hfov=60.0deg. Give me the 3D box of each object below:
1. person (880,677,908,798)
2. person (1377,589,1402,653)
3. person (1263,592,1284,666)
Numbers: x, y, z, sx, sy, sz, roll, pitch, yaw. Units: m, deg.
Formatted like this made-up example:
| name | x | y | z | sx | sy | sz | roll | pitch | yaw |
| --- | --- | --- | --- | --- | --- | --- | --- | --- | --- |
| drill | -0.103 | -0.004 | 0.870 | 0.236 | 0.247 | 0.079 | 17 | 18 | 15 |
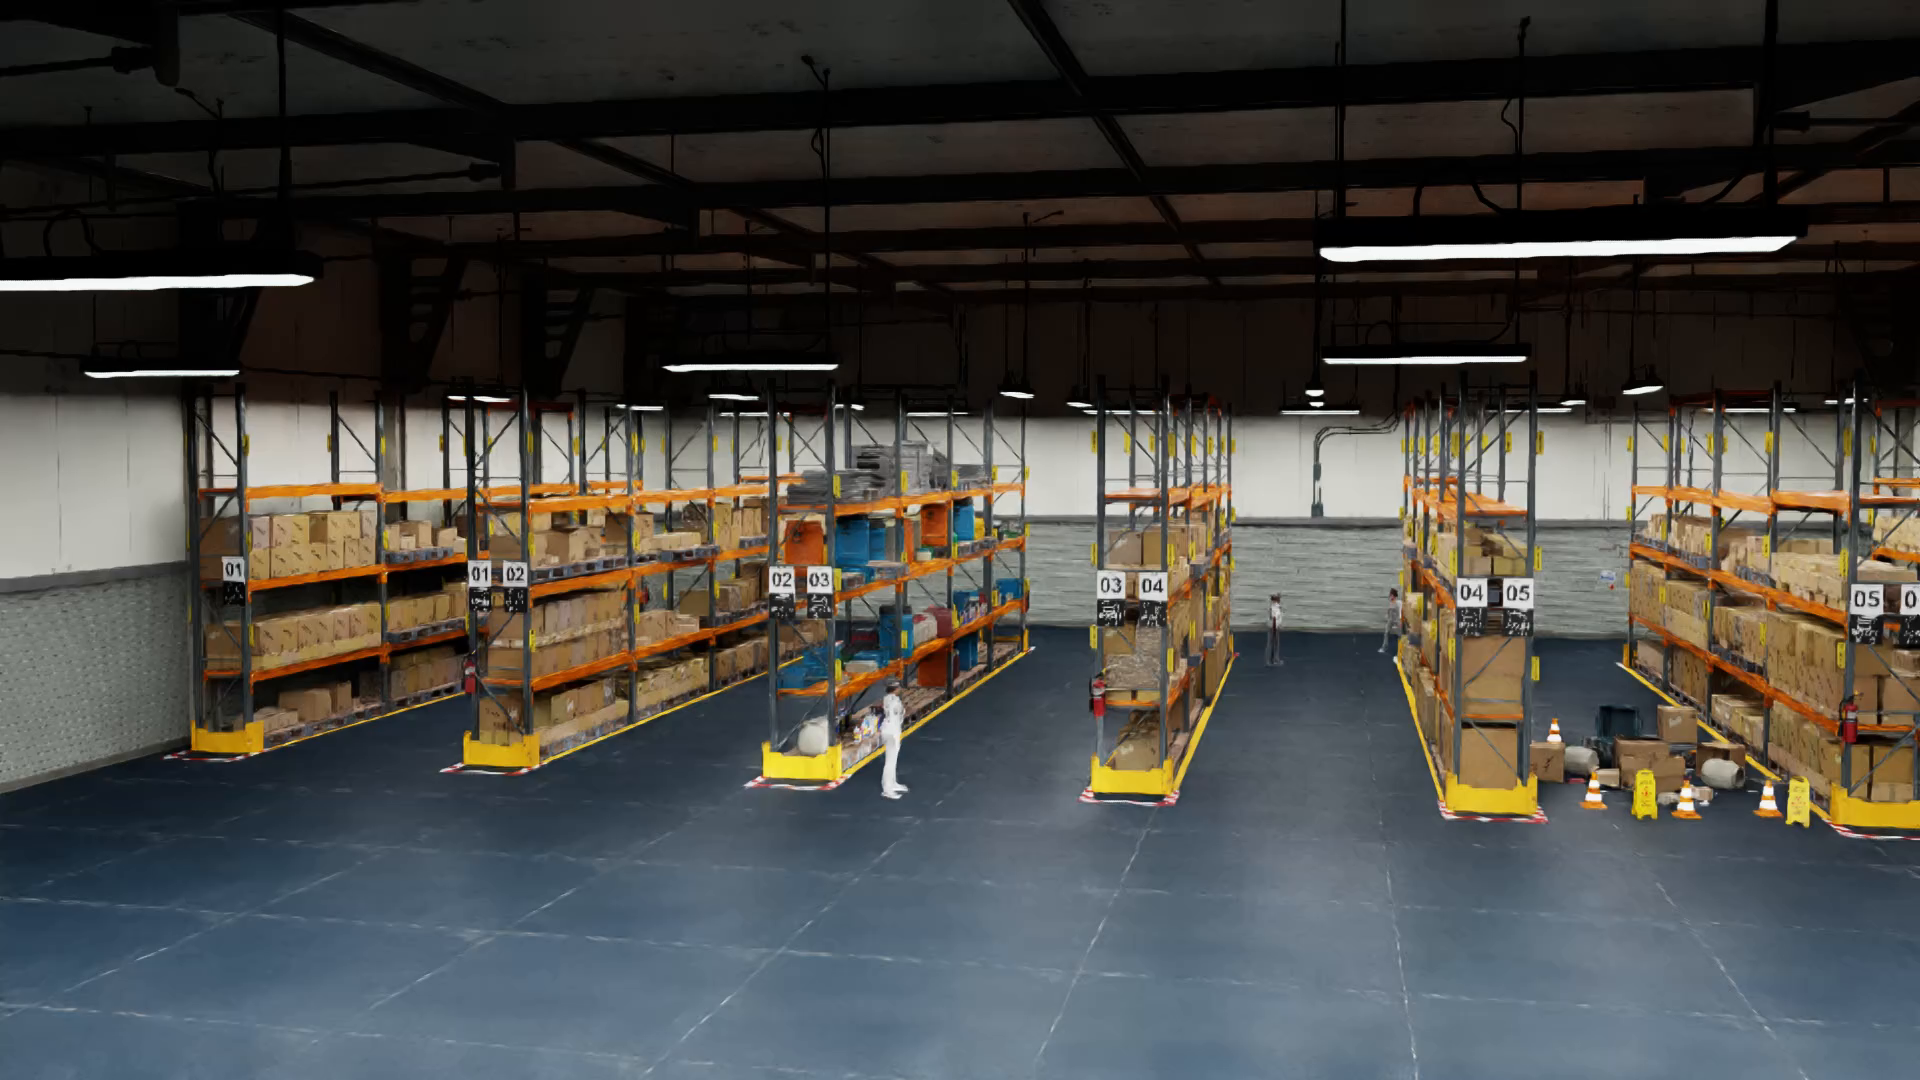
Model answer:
| name | x | y | z | sx | sy | sz | roll | pitch | yaw |
| --- | --- | --- | --- | --- | --- | --- | --- | --- | --- |
| person | -0.924 | 2.793 | 23.710 | 0.433 | 1.684 | 0.553 | -1 | 3 | -14 |
| person | 10.433 | 1.939 | 39.962 | 0.458 | 1.543 | 0.872 | 3 | 4 | 42 |
| person | 7.133 | 2.010 | 37.763 | 0.492 | 1.664 | 0.657 | 0 | 3 | 8 |
